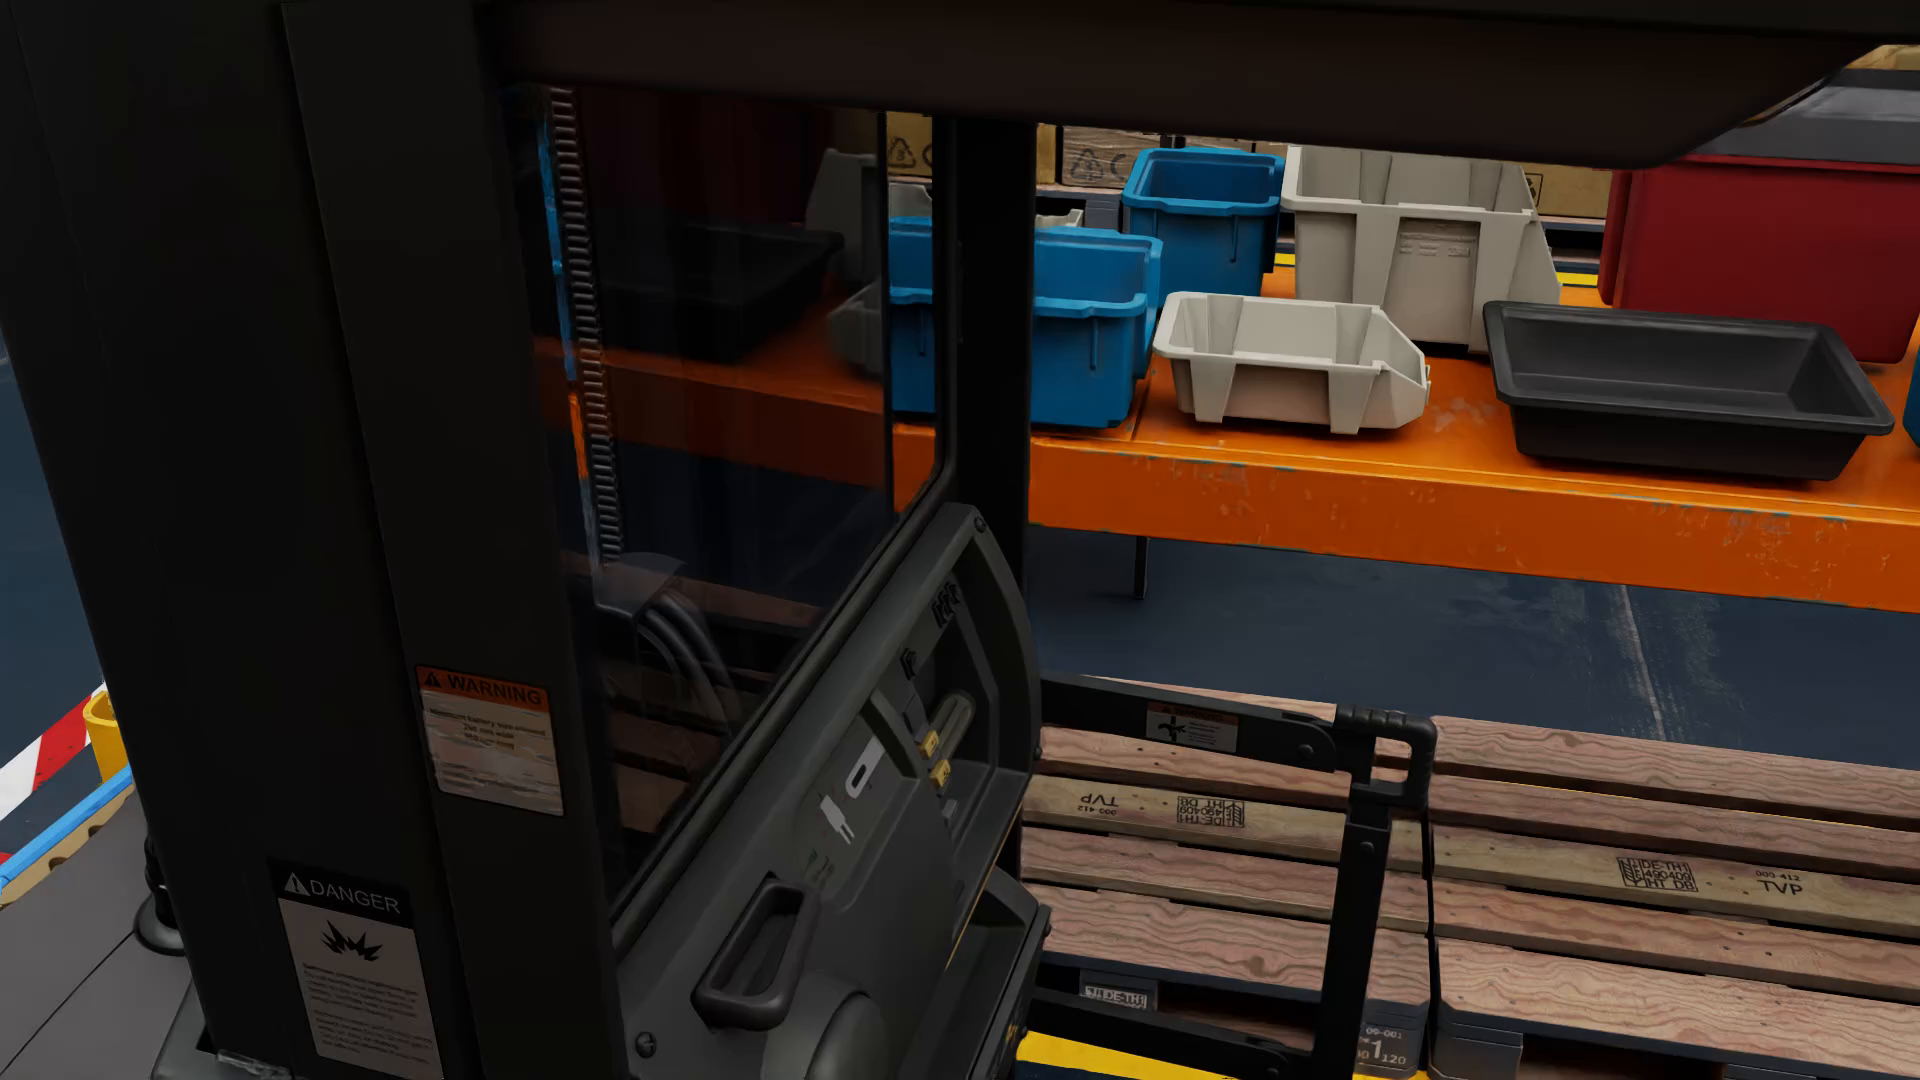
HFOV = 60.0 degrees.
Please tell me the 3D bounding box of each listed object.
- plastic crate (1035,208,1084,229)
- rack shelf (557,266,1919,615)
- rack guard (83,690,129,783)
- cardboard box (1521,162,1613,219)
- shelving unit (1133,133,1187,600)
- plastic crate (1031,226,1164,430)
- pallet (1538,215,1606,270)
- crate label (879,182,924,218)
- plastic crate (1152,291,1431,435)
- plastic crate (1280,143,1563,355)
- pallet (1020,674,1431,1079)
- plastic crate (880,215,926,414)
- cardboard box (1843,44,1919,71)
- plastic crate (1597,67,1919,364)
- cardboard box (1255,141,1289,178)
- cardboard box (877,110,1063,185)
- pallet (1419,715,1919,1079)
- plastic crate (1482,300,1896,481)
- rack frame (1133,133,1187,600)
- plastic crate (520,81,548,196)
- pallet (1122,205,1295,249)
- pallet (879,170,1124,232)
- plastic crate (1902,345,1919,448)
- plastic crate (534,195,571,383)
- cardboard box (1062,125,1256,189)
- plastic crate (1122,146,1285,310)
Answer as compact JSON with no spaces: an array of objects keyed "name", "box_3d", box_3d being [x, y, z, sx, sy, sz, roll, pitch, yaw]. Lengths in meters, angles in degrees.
[{"name":"plastic crate","box_3d":[0.118,-0.600,3.435,0.250,0.136,0.298,6,29,11]},{"name":"rack shelf","box_3d":[0.387,-0.244,3.321,4.000,0.370,1.077,6,29,11]},{"name":"rack guard","box_3d":[-1.595,0.340,4.108,0.348,0.500,1.175,6,29,11]},{"name":"cardboard box","box_3d":[2.748,-2.041,7.629,0.875,0.875,0.875,6,29,11]},{"name":"shelving unit","box_3d":[0.083,-0.649,4.874,1.048,1.500,0.538,6,29,11]},{"name":"plastic crate","box_3d":[0.185,-0.371,2.916,0.300,0.233,0.416,6,29,11]},{"name":"pallet","box_3d":[2.650,-1.575,7.906,1.213,0.211,1.003,6,29,11]},{"name":"crate label","box_3d":[-0.176,-0.621,3.474,0.243,0.136,0.396,6,29,11]},{"name":"plastic crate","box_3d":[0.577,-0.303,2.892,0.466,0.136,0.293,6,29,11]},{"name":"plastic crate","box_3d":[0.888,-0.573,3.233,0.530,0.282,0.437,6,29,11]},{"name":"pallet","box_3d":[0.419,0.688,3.774,1.213,0.211,1.003,6,29,11]},{"name":"plastic crate","box_3d":[-0.109,-0.401,2.971,0.300,0.233,0.416,6,29,11]},{"name":"cardboard box","box_3d":[4.007,-1.882,7.340,0.875,0.875,1.225,6,29,11]},{"name":"plastic crate","box_3d":[1.522,-0.620,3.130,0.583,0.464,0.402,6,29,11]},{"name":"cardboard box","box_3d":[1.868,-2.131,7.794,0.875,0.875,0.875,6,29,11]},{"name":"cardboard box","box_3d":[0.108,-2.311,8.124,0.875,0.875,0.875,6,29,11]},{"name":"pallet","box_3d":[1.616,0.809,3.553,1.213,0.211,1.003,6,29,11]},{"name":"plastic crate","box_3d":[1.192,-0.250,2.808,0.590,0.125,0.437,6,29,11]},{"name":"rack frame","box_3d":[0.581,-0.598,4.781,0.032,1.500,0.500,6,29,11]},{"name":"plastic crate","box_3d":[-1.203,-0.856,3.590,0.499,0.435,0.616,6,29,11]},{"name":"pallet","box_3d":[1.453,-1.696,8.128,1.213,0.211,1.003,6,29,11]},{"name":"pallet","box_3d":[0.264,-1.819,8.353,1.213,0.211,1.003,6,29,11]},{"name":"plastic crate","box_3d":[1.815,-0.265,2.564,0.575,0.384,0.392,6,29,11]},{"name":"plastic crate","box_3d":[-0.753,-0.467,3.092,0.300,0.233,0.416,6,29,11]},{"name":"cardboard box","box_3d":[0.998,-2.220,7.957,0.875,0.875,0.875,6,29,11]},{"name":"plastic crate","box_3d":[0.493,-0.627,3.384,0.300,0.233,0.416,6,29,11]}]
